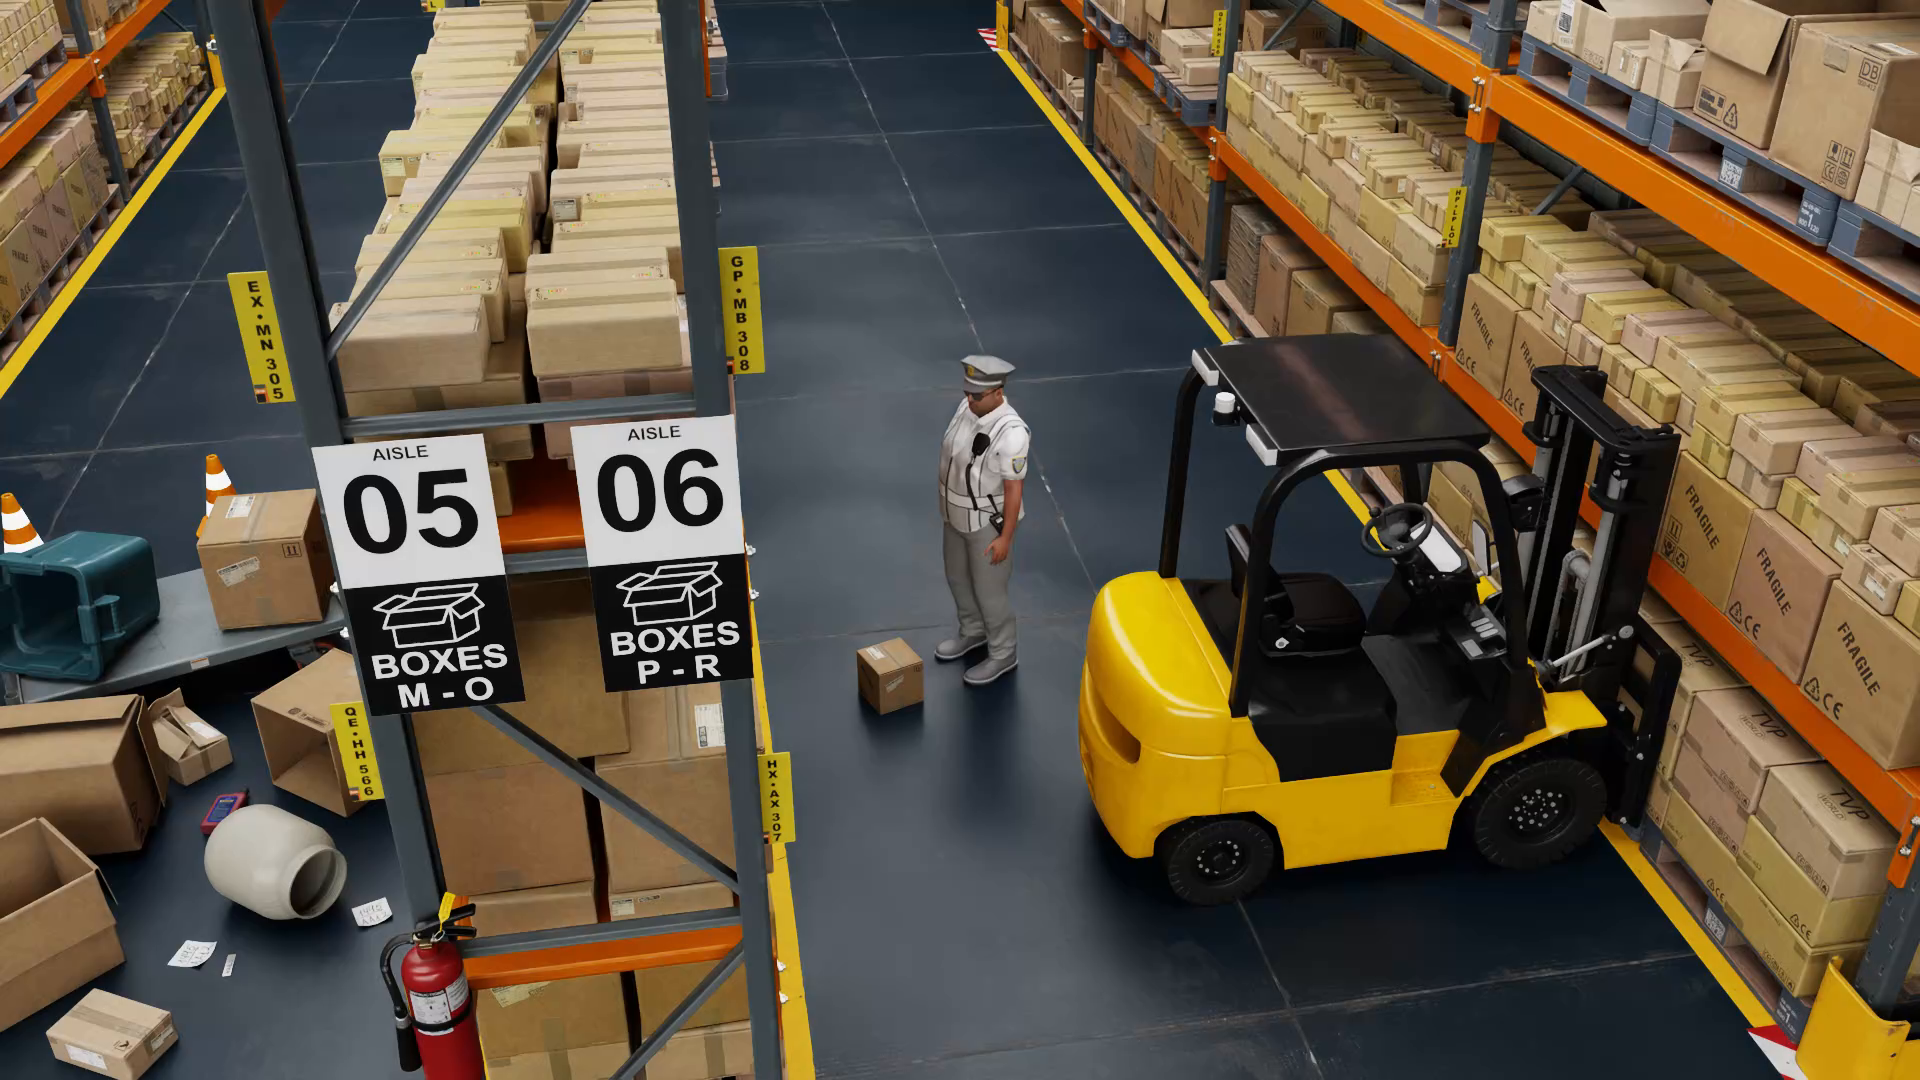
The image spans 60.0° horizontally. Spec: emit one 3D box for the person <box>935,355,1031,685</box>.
[{"bbox_3d":[0.105,-0.105,8.316,0.393,1.748,0.528,-18,35,-28],"label":"person"}]
